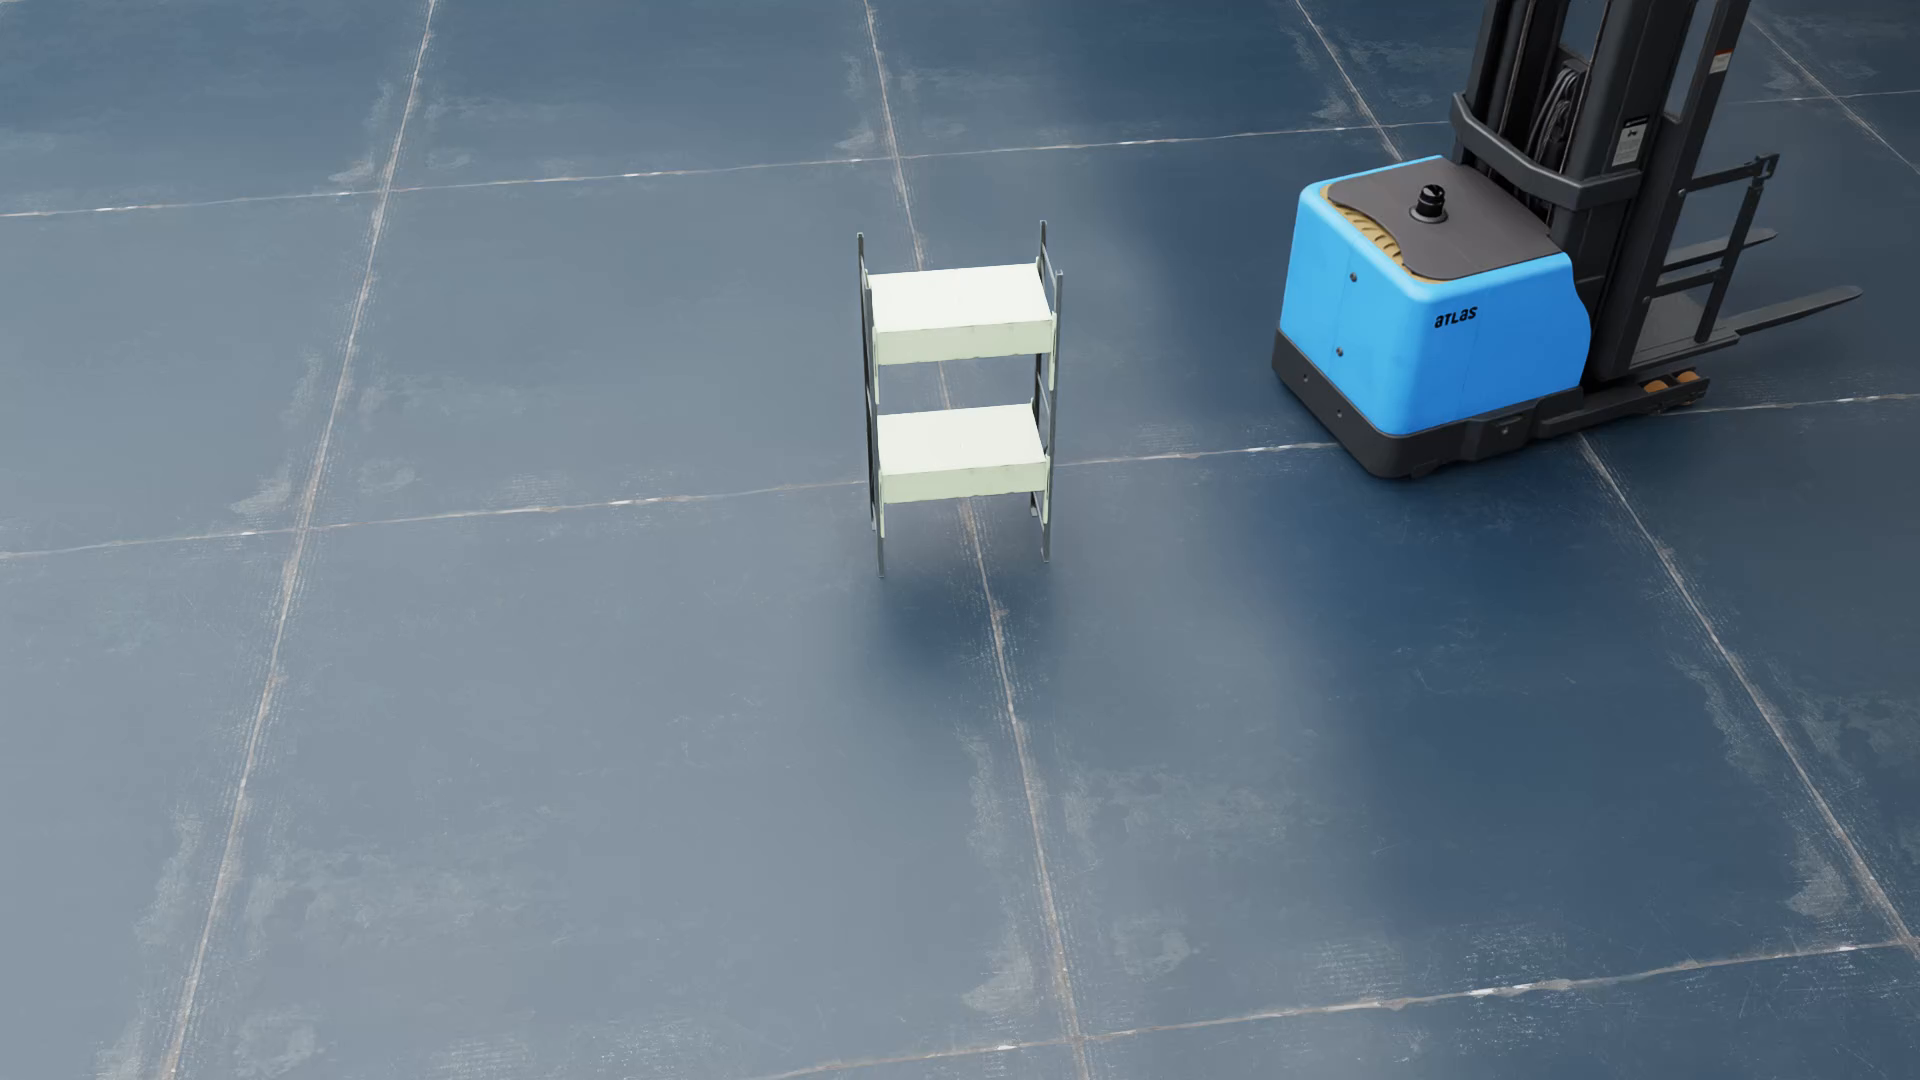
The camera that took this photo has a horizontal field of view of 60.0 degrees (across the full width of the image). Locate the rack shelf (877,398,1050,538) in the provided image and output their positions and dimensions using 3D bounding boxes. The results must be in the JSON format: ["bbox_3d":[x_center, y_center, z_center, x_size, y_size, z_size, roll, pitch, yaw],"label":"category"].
[{"bbox_3d":[-0.007,-0.314,7.181,0.720,0.370,0.431,-5,42,-6],"label":"rack shelf"}]

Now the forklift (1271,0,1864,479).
[{"bbox_3d":[3.122,-2.013,7.508,3.031,2.935,1.130,-16,44,-17],"label":"forklift"}]

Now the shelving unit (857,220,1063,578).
[{"bbox_3d":[-0.007,-0.556,6.962,0.755,1.500,0.431,-5,42,-6],"label":"shelving unit"}]

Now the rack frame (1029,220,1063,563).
[{"bbox_3d":[0.356,-0.588,6.997,0.023,1.500,0.400,-5,42,-6],"label":"rack frame"}]

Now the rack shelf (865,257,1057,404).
[{"bbox_3d":[-0.007,-0.846,6.701,0.720,0.370,0.431,-5,42,-6],"label":"rack shelf"}]

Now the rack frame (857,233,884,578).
[{"bbox_3d":[-0.370,-0.525,6.927,0.023,1.500,0.400,-5,42,-6],"label":"rack frame"}]
